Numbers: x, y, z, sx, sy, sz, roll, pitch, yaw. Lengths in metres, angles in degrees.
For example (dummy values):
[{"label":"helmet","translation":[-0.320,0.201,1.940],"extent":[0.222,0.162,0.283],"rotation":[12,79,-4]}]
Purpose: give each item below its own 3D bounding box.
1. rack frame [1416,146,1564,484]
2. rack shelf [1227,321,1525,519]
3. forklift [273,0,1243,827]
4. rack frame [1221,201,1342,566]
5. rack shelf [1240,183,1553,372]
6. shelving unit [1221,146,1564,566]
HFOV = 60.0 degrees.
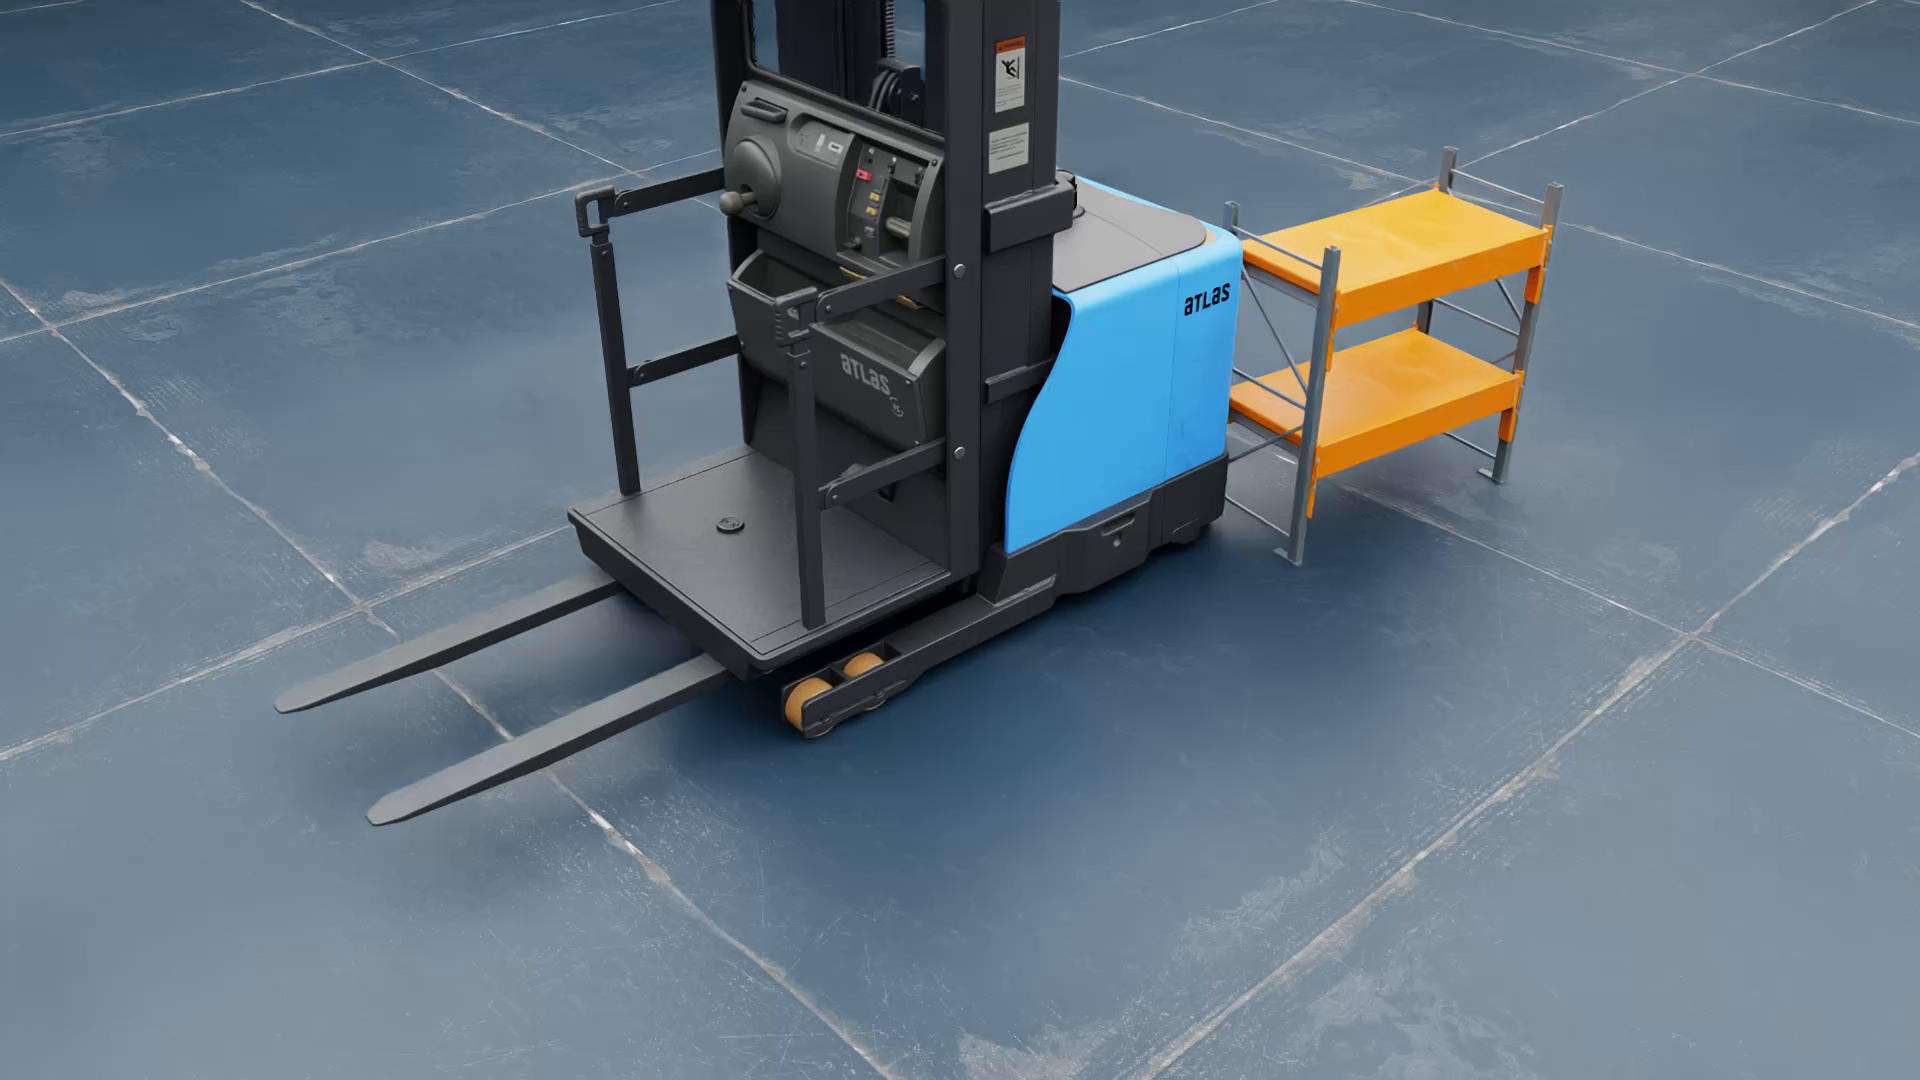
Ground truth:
[{"label":"rack frame","translation":[1.853,-0.799,5.978],"extent":[0.032,1.125,0.500],"rotation":[-19,36,-28]},{"label":"rack shelf","translation":[1.429,-0.444,5.866],"extent":[1.000,0.278,0.538],"rotation":[-19,36,-28]},{"label":"forklift","translation":[-0.531,-0.991,4.561],"extent":[3.031,2.935,1.130],"rotation":[-24,39,-34]},{"label":"rack frame","translation":[1.006,-0.506,5.499],"extent":[0.032,1.125,0.500],"rotation":[-19,36,-28]},{"label":"rack shelf","translation":[1.429,-0.902,5.586],"extent":[1.000,0.278,0.538],"rotation":[-19,36,-28]},{"label":"shelving unit","translation":[1.429,-0.652,5.738],"extent":[1.048,1.125,0.538],"rotation":[-19,36,-28]}]
